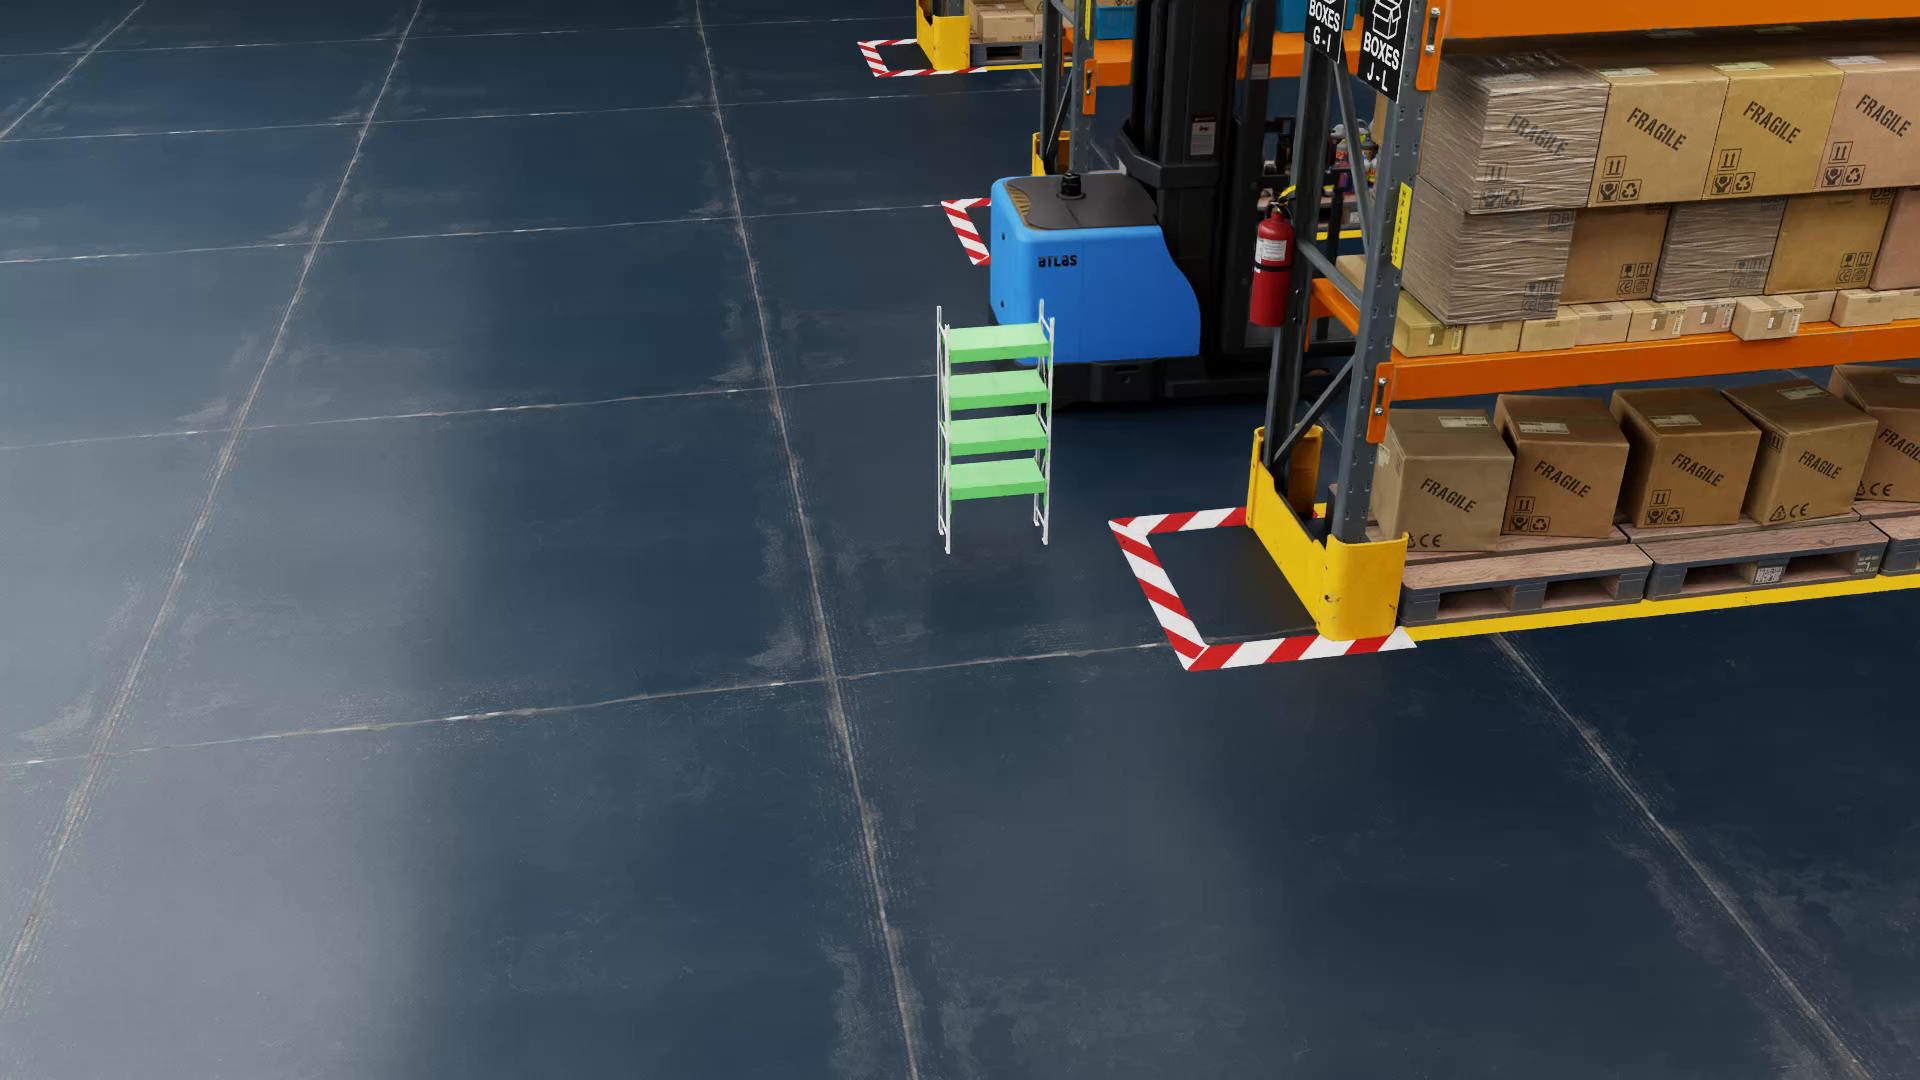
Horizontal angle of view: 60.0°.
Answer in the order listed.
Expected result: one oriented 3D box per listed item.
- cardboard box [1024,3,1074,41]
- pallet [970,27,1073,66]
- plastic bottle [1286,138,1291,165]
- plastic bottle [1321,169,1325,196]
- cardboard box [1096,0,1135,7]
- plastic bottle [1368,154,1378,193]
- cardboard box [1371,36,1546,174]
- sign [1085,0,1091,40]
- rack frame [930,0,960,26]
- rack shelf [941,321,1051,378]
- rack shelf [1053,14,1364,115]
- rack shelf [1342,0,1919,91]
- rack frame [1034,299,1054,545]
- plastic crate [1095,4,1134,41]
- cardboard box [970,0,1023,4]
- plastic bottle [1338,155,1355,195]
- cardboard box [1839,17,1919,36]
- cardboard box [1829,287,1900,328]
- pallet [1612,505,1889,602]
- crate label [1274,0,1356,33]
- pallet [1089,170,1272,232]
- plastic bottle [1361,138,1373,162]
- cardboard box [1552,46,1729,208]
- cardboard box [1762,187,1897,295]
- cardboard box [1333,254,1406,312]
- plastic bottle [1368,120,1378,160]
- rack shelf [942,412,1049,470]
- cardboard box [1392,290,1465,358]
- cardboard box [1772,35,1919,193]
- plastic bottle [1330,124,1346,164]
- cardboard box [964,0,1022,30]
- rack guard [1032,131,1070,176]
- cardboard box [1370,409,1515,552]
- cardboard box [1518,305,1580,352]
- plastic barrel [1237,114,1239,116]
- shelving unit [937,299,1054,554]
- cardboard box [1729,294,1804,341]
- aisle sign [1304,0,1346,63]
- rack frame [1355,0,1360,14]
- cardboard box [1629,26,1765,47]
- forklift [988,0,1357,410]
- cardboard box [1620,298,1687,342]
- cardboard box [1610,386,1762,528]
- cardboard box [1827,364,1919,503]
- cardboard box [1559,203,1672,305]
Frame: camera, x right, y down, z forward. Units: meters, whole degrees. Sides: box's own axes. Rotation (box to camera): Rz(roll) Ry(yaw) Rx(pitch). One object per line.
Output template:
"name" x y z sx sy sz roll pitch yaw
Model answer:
"cardboard box" 0.912 -5.053 16.182 0.500 0.250 0.500 -5 31 -9
"pallet" 0.598 -4.960 16.478 1.213 0.211 1.003 -5 31 -9
"plastic bottle" 2.469 -2.971 12.671 0.097 0.201 0.097 0 30 0
"plastic bottle" 2.581 -2.625 12.013 0.097 0.271 0.097 0 30 0
"cardboard box" 1.402 -5.427 16.079 0.500 0.500 0.500 -5 31 -9
"plastic bottle" 3.017 -2.666 12.082 0.097 0.271 0.097 0 30 0
"cardboard box" 2.130 -1.908 7.157 0.500 0.500 0.500 -5 31 -9
"sign" 0.837 -3.446 10.879 0.005 0.325 0.100 -5 31 -9
"rack frame" -0.147 -6.072 15.617 0.127 3.000 1.000 -5 31 -9
"rack shelf" 0.163 -0.891 7.761 0.480 0.148 0.258 -5 31 -9
"rack shelf" 2.709 -3.474 11.909 4.000 0.370 1.077 -5 31 -9
"rack shelf" 3.601 -2.298 6.949 4.000 0.370 1.077 -5 31 -9
"rack frame" 0.403 -0.555 8.009 0.015 1.200 0.240 -5 31 -9
"plastic crate" 1.180 -3.732 11.785 0.616 0.251 0.499 -5 31 -9
"cardboard box" 0.327 -5.588 16.353 0.500 0.500 0.500 -5 31 -9
"plastic bottle" 2.807 -2.642 12.030 0.133 0.283 0.061 -5 31 -8
"cardboard box" 4.097 -2.094 7.473 0.500 0.500 0.500 -5 31 -9
"cardboard box" 3.932 -1.093 7.398 0.250 0.149 0.380 -5 31 -9
"pallet" 3.712 -0.103 8.217 1.213 0.211 1.003 -5 31 -9
"crate label" 2.504 -3.920 11.922 0.616 0.435 0.502 -5 31 -9
"pallet" 1.608 -2.501 12.296 1.213 0.211 1.003 -5 31 -9
"plastic bottle" 3.086 -2.954 12.641 0.097 0.201 0.097 0 30 0
"cardboard box" 2.717 -1.691 6.788 0.500 0.500 0.500 -5 31 -9
"cardboard box" 3.644 -1.509 7.466 0.500 0.500 0.875 -5 31 -9
"cardboard box" 1.877 -1.153 7.499 0.250 0.149 0.380 -5 31 -9
"plastic bottle" 3.204 -3.092 12.728 0.185 0.351 0.144 -6 31 -9
"rack shelf" 0.163 -0.477 8.004 0.480 0.148 0.258 -5 31 -9
"cardboard box" 1.957 -0.931 7.122 0.250 0.149 0.380 -5 31 -9
"cardboard box" 3.699 -1.786 6.950 0.500 0.500 0.500 -5 31 -9
"plastic bottle" 2.859 -3.025 12.689 0.135 0.276 0.152 -6 31 -10
"cardboard box" 0.328 -5.264 16.541 0.500 0.250 0.500 -5 31 -9
"rack guard" 0.808 -2.555 12.101 0.348 0.500 1.175 -5 31 -9
"cardboard box" 2.251 -0.284 7.826 0.500 0.500 0.500 0 30 0
"cardboard box" 2.455 -0.960 7.171 0.250 0.149 0.380 -5 31 -9
"plastic barrel" 1.868 -2.854 12.185 0.421 0.512 0.421 0 30 0
"shelving unit" 0.163 -0.532 7.972 0.503 1.200 0.258 -5 31 -9
"cardboard box" 3.450 -1.020 7.273 0.250 0.149 0.380 -5 31 -9
"aisle sign" 1.519 -2.397 6.802 0.004 0.787 0.394 -5 31 -9
"rack frame" 3.788 -6.437 16.238 0.127 3.000 1.000 -5 31 -9
"cardboard box" 3.114 -2.001 7.315 0.500 0.500 0.500 -5 31 -9
"forklift" 1.730 -2.330 9.320 3.031 2.935 1.130 -4 31 -7
"cardboard box" 2.945 -1.012 7.260 0.250 0.149 0.380 -5 31 -9
"cardboard box" 3.452 -0.404 8.029 0.500 0.500 0.500 -3 31 -4
"cardboard box" 4.606 -0.528 8.241 0.500 0.500 0.500 4 31 7
"cardboard box" 2.650 -1.445 7.357 0.500 0.500 0.875 -5 31 -9
